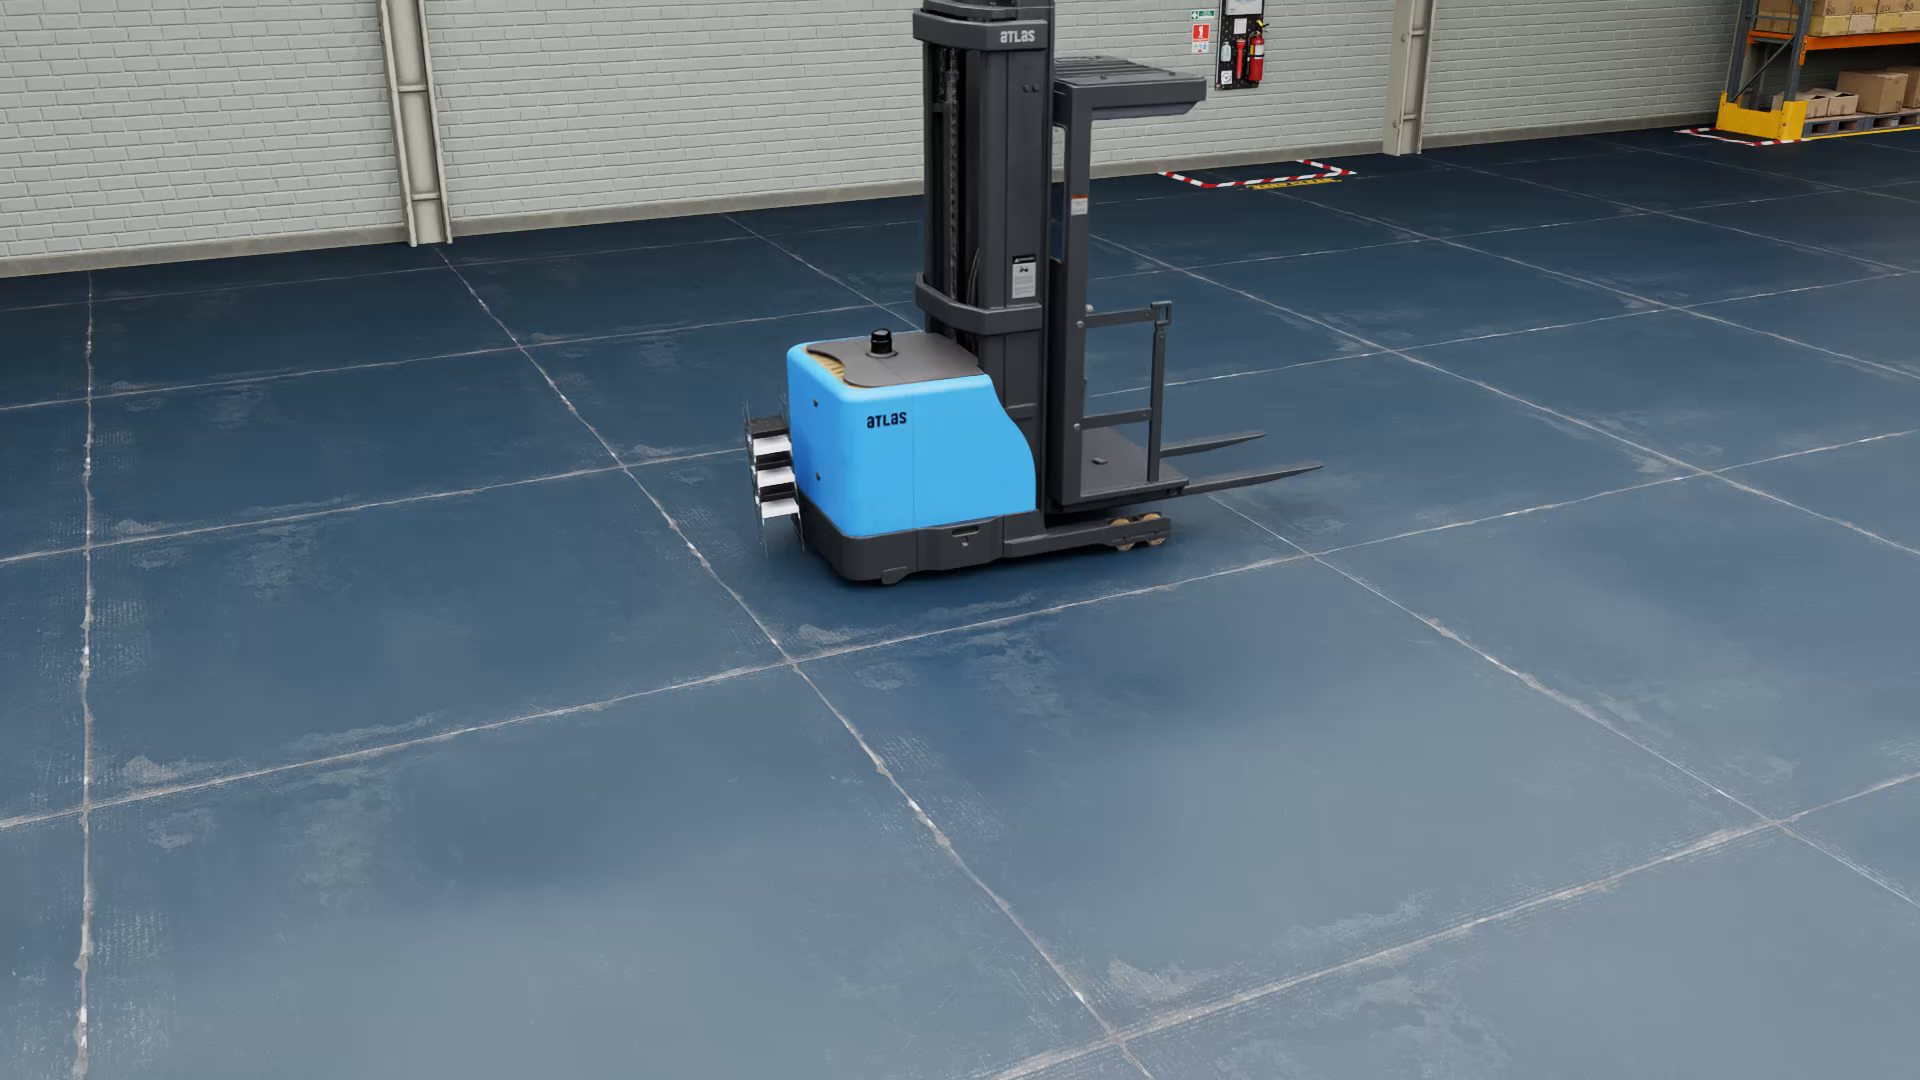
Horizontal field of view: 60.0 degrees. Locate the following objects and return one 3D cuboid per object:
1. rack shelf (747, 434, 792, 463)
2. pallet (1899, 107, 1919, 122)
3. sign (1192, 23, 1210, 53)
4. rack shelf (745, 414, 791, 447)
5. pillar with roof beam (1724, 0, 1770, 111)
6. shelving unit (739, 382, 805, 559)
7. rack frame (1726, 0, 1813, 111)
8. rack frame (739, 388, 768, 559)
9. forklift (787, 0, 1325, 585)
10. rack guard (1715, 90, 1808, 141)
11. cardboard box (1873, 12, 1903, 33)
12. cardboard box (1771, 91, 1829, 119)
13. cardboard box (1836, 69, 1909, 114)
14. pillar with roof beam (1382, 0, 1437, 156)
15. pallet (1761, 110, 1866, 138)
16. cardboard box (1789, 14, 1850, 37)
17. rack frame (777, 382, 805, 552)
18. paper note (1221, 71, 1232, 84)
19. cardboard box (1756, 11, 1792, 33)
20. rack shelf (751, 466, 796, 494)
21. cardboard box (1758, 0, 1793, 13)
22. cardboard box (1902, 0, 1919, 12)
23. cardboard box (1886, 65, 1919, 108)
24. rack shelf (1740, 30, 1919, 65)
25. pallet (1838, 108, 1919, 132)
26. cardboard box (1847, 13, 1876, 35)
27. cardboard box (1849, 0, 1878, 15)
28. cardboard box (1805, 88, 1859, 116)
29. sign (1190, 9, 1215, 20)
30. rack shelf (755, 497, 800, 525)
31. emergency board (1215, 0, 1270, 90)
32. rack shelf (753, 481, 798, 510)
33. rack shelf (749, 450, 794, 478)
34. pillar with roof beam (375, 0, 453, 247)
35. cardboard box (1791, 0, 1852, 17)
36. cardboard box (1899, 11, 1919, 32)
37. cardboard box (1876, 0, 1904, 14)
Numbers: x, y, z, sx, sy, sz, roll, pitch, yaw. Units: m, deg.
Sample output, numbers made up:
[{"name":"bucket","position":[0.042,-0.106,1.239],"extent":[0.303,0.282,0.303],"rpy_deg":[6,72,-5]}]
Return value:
[{"name":"rack shelf","position":[-1.021,-0.506,8.895],"extent":[0.200,0.077,0.258],"rpy_deg":[-10,24,-13]},{"name":"pallet","position":[13.769,-6.139,23.806],"extent":[1.213,0.211,1.003],"rpy_deg":[-10,25,-24]},{"name":"sign","position":[2.818,-5.870,19.463],"extent":[0.234,0.329,0.001],"rpy_deg":[-10,25,-24]},{"name":"rack shelf","position":[-1.028,-0.588,8.859],"extent":[0.200,0.077,0.258],"rpy_deg":[-10,24,-13]},{"name":"pillar with roof beam","position":[12.877,-8.591,18.237],"extent":[0.400,9.000,9.100],"rpy_deg":[-10,25,-24]},{"name":"shelving unit","position":[-1.011,-0.372,8.954],"extent":[0.210,0.900,0.258],"rpy_deg":[-10,24,-13]},{"name":"rack frame","position":[10.754,-6.888,21.968],"extent":[0.127,3.000,1.000],"rpy_deg":[-10,25,-24]},{"name":"rack frame","position":[-1.108,-0.354,8.931],"extent":[0.006,0.900,0.240],"rpy_deg":[-10,24,-13]},{"name":"forklift","position":[0.614,-1.476,8.985],"extent":[3.031,2.935,1.130],"rpy_deg":[-9,24,-21]},{"name":"rack guard","position":[10.823,-5.746,22.477],"extent":[0.348,0.500,1.175],"rpy_deg":[-10,25,-24]},{"name":"cardboard box","position":[12.255,-6.973,22.343],"extent":[0.500,0.250,0.500],"rpy_deg":[-11,25,-24]},{"name":"cardboard box","position":[11.417,-5.933,22.601],"extent":[0.500,0.311,0.500],"rpy_deg":[-14,26,-30]},{"name":"cardboard box","position":[12.613,-6.219,23.045],"extent":[0.500,0.500,0.700],"rpy_deg":[-12,25,-27]},{"name":"pillar with roof beam","position":[7.471,-7.595,15.833],"extent":[0.400,9.000,9.100],"rpy_deg":[-10,25,-24]},{"name":"pallet","position":[11.570,-5.735,22.828],"extent":[1.213,0.211,1.003],"rpy_deg":[-10,25,-24]},{"name":"cardboard box","position":[11.332,-6.799,21.924],"extent":[0.500,0.250,0.500],"rpy_deg":[-11,25,-25]},{"name":"rack frame","position":[-0.913,-0.390,8.977],"extent":[0.006,0.900,0.240],"rpy_deg":[-10,24,-13]},{"name":"paper note","position":[3.171,-5.498,19.761],"extent":[0.142,0.148,0.016],"rpy_deg":[-10,25,-24]},{"name":"cardboard box","position":[11.092,-6.972,22.342],"extent":[0.500,0.250,0.500],"rpy_deg":[-10,25,-23]},{"name":"rack shelf","position":[-1.008,-0.341,8.967],"extent":[0.200,0.077,0.258],"rpy_deg":[-10,24,-13]},{"name":"cardboard box","position":[11.087,-7.326,22.215],"extent":[0.500,0.500,0.500],"rpy_deg":[-11,25,-24]},{"name":"cardboard box","position":[12.693,-7.402,22.399],"extent":[0.500,0.500,0.500],"rpy_deg":[-10,24,-22]},{"name":"cardboard box","position":[13.441,-6.414,23.516],"extent":[0.500,0.500,0.500],"rpy_deg":[-12,26,-28]},{"name":"rack shelf","position":[12.557,-6.887,22.907],"extent":[4.000,0.370,1.077],"rpy_deg":[-10,25,-24]},{"name":"pallet","position":[12.668,-5.936,23.313],"extent":[1.213,0.211,1.003],"rpy_deg":[-10,25,-24]},{"name":"cardboard box","position":[11.794,-6.891,22.144],"extent":[0.500,0.250,0.500],"rpy_deg":[-11,25,-25]},{"name":"cardboard box","position":[11.765,-7.229,21.980],"extent":[0.500,0.500,0.500],"rpy_deg":[-10,25,-23]},{"name":"cardboard box","position":[11.931,-6.027,22.829],"extent":[0.500,0.311,0.500],"rpy_deg":[-8,24,-19]},{"name":"sign","position":[2.826,-6.113,19.357],"extent":[0.331,0.109,0.001],"rpy_deg":[-10,25,-24]},{"name":"rack shelf","position":[-0.996,-0.177,9.040],"extent":[0.200,0.077,0.258],"rpy_deg":[-10,24,-13]},{"name":"emergency board","position":[3.360,-5.910,19.606],"extent":[0.643,1.169,0.194],"rpy_deg":[-10,25,-24]},{"name":"rack shelf","position":[-1.002,-0.259,9.003],"extent":[0.200,0.077,0.258],"rpy_deg":[-10,24,-13]},{"name":"rack shelf","position":[-1.015,-0.424,8.931],"extent":[0.200,0.077,0.258],"rpy_deg":[-10,24,-13]},{"name":"pillar with roof beam","position":[-3.342,-5.605,11.024],"extent":[0.400,9.000,9.100],"rpy_deg":[-10,25,-24]},{"name":"cardboard box","position":[11.315,-7.150,21.791],"extent":[0.500,0.500,0.500],"rpy_deg":[-10,25,-24]},{"name":"cardboard box","position":[12.712,-7.056,22.544],"extent":[0.500,0.250,0.500],"rpy_deg":[-10,25,-23]},{"name":"cardboard box","position":[12.233,-7.312,22.182],"extent":[0.500,0.500,0.500],"rpy_deg":[-11,25,-25]}]
